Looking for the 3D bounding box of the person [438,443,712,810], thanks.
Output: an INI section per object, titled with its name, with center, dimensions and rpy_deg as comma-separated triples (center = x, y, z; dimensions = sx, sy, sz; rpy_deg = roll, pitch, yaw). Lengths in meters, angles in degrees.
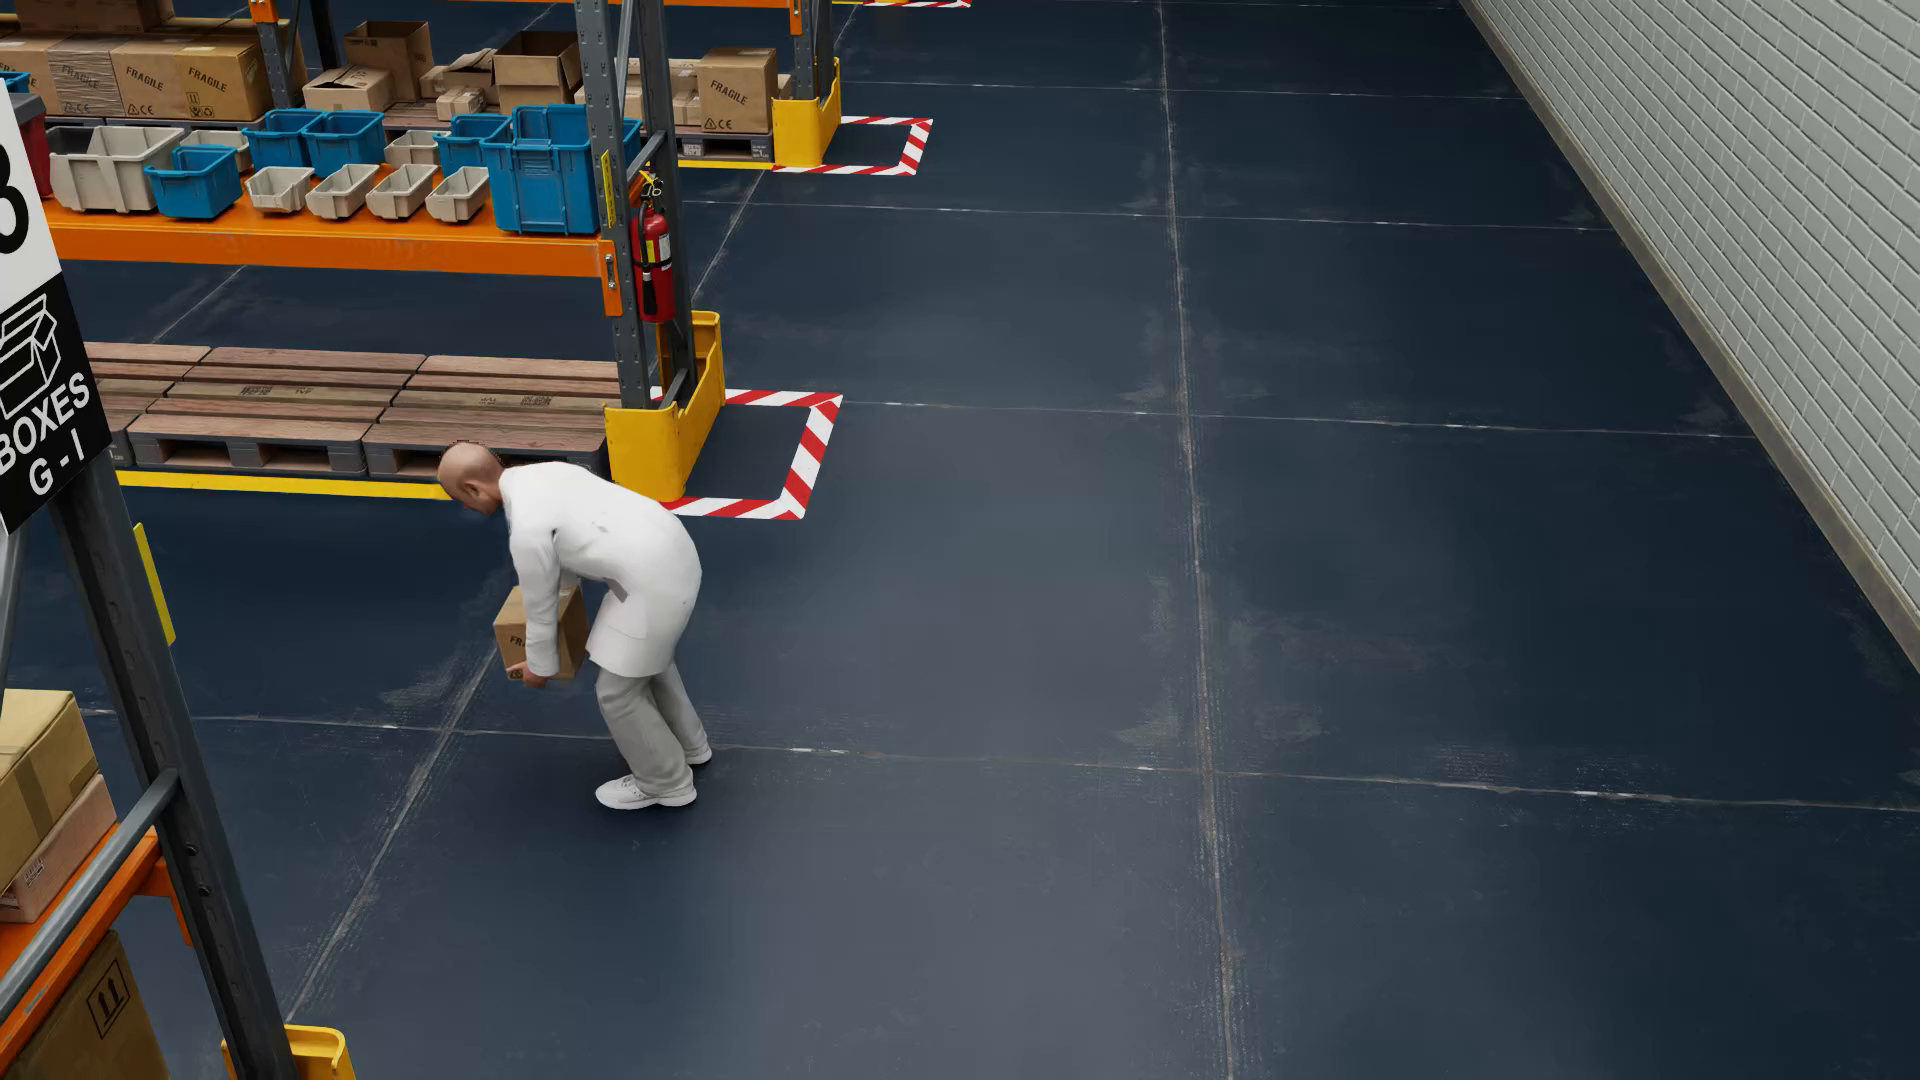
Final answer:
[person]
center = -1.357, 0.332, 6.029
dimensions = 0.851, 1.342, 0.552
rpy_deg = 2, 32, 3
